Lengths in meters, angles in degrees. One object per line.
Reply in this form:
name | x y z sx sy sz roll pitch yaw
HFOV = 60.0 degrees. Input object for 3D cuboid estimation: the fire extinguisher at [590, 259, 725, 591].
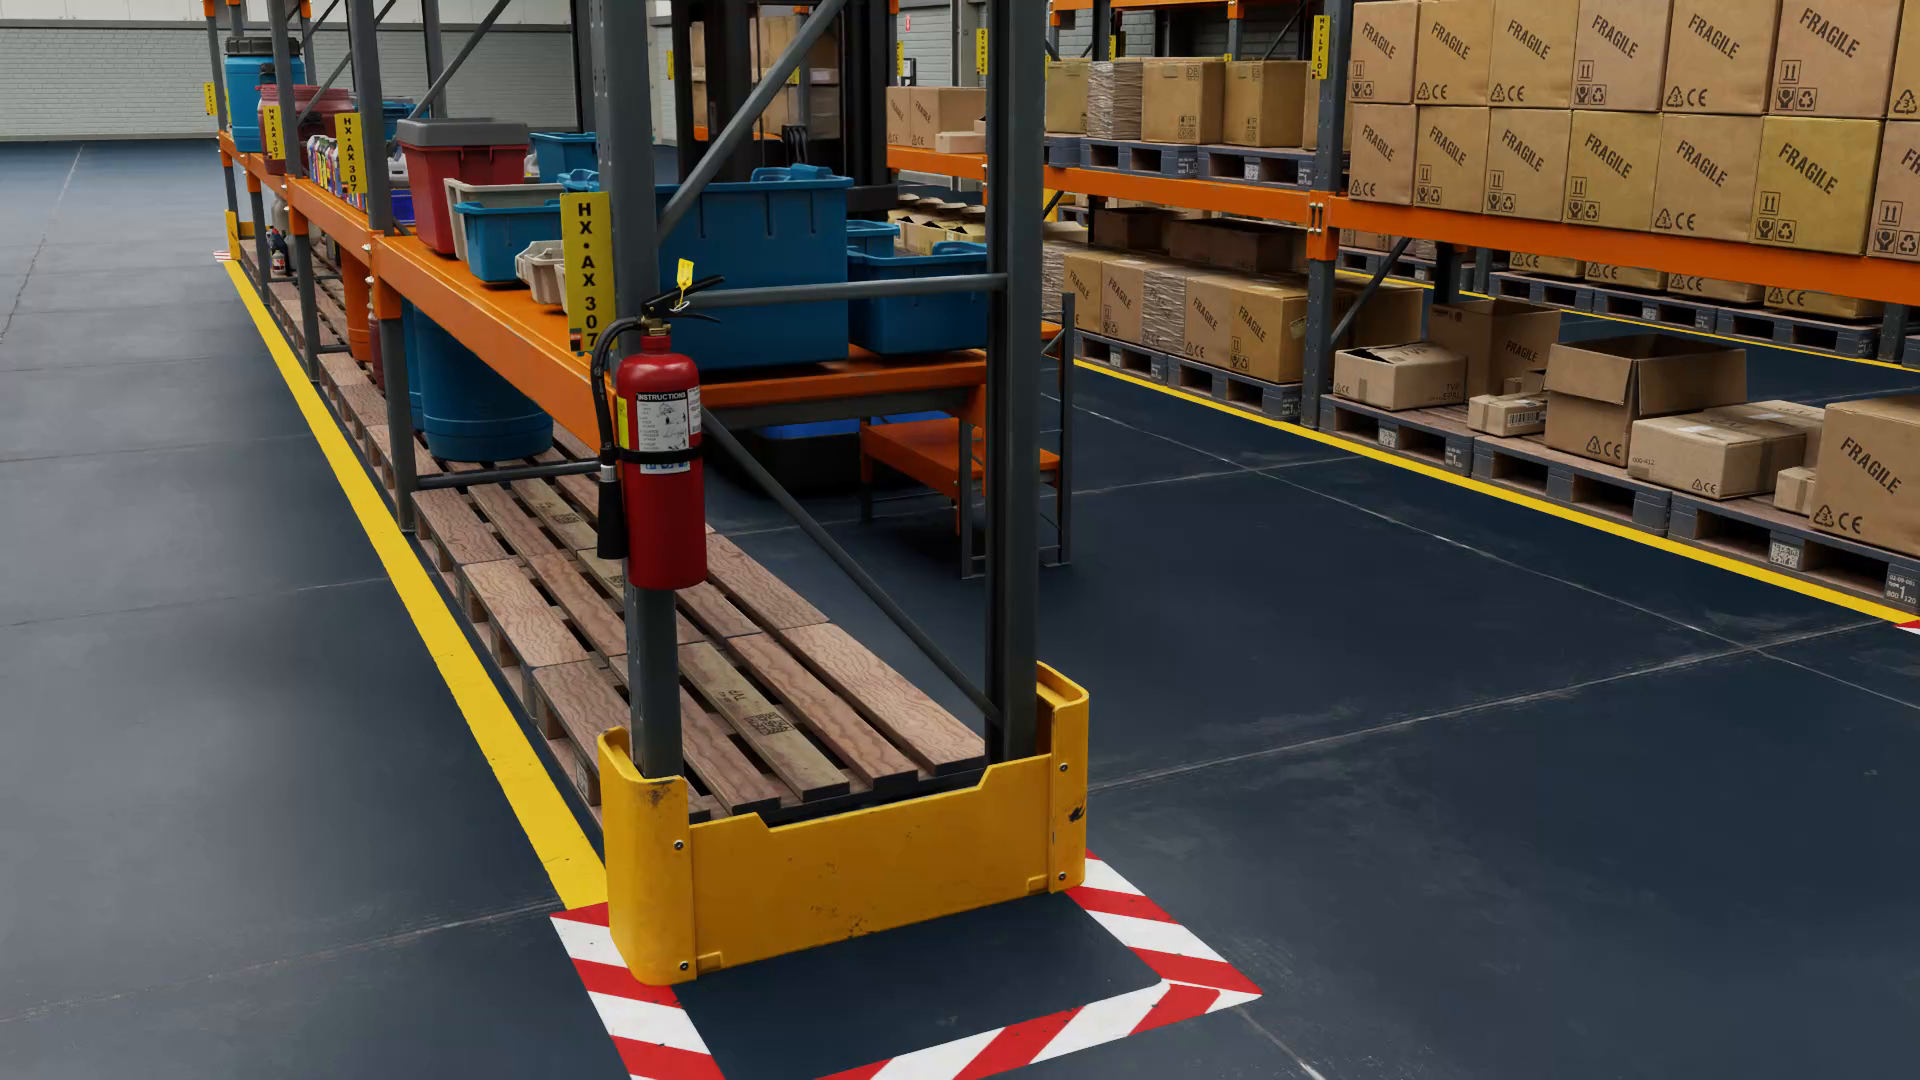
fire extinguisher | -0.625 -0.239 3.461 0.296 0.674 0.183 -8 18 -25

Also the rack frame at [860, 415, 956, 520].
rack frame | -0.220 -0.665 7.529 0.500 1.125 0.032 -8 18 -25

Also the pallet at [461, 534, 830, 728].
pallet | -1.139 0.282 5.887 1.003 0.211 1.213 -8 18 -25

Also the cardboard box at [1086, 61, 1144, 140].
cardboard box | 1.274 -2.986 11.276 0.700 0.500 0.500 -4 17 -14

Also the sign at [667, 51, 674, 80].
sign | -3.339 -5.501 19.269 0.100 0.325 0.005 -8 18 -25

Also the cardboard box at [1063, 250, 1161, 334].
cardboard box | 1.059 -1.737 11.601 0.500 0.500 0.500 -8 18 -26

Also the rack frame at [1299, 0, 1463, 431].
rack frame | 2.420 -2.137 9.259 1.000 3.000 0.127 -8 18 -25

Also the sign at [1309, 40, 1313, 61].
sign | 3.864 -5.345 18.338 0.100 0.325 0.005 -8 18 -25

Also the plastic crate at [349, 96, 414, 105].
plastic crate | -4.220 -3.000 12.149 0.402 0.464 0.583 -8 18 -25

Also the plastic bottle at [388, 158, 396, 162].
plastic bottle | -2.658 -1.629 7.714 0.152 0.276 0.135 -8 18 -25

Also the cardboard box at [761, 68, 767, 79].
cardboard box | -1.841 -4.775 17.093 0.380 0.149 0.250 -8 18 -25

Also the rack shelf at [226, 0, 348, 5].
rack shelf | -4.663 -4.123 12.047 1.077 0.370 4.000 -8 18 -25

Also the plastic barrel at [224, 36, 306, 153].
plastic barrel | -5.643 -3.632 13.559 0.600 0.901 0.708 -8 18 -25

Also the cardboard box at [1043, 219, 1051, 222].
cardboard box | 0.464 -2.573 13.986 0.500 0.311 0.500 -8 18 -26

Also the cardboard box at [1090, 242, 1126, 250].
cardboard box | 1.288 -1.935 12.290 0.500 0.500 0.500 -7 17 -23

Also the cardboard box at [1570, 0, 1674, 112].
cardboard box | 3.051 -2.131 7.246 0.500 0.500 0.500 -7 17 -23

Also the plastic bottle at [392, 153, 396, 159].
plastic bottle | -2.775 -1.771 8.219 0.097 0.271 0.097 0 16 0

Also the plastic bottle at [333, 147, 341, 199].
plastic bottle | -3.280 -1.981 8.942 0.152 0.276 0.135 -8 18 -25

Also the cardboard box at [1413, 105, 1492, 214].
cardboard box | 2.625 -1.899 8.249 0.500 0.500 0.500 -7 18 -24

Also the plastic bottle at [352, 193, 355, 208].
plastic bottle | -3.013 -1.777 8.365 0.097 0.201 0.097 0 16 0

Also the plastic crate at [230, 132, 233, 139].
plastic crate | -6.478 -3.768 15.422 0.530 0.136 0.437 -8 18 -25

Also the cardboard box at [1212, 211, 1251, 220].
cardboard box | 3.105 -3.699 19.041 0.380 0.166 0.250 -10 19 -32

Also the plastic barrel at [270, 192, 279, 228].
plastic barrel | -6.935 -3.367 17.294 0.421 0.512 0.421 0 16 0

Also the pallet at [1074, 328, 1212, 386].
pallet | 1.491 -1.297 11.386 1.003 0.211 1.213 -8 18 -25

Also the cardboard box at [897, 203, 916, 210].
cardboard box | -0.686 -2.885 15.072 0.500 0.311 0.500 -8 18 -27

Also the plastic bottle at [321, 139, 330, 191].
plastic bottle | -3.567 -2.118 9.405 0.061 0.283 0.133 -8 18 -25

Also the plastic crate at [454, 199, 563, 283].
plastic crate | -1.412 -0.974 5.402 0.416 0.233 0.300 -8 18 -25

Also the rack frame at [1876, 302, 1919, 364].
rack frame | 6.871 -2.736 11.349 1.000 3.000 0.127 -8 18 -25

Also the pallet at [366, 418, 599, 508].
pallet | -2.335 -0.395 8.246 1.003 0.211 1.213 -8 18 -25

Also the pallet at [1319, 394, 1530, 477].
pallet | 2.720 -0.626 9.050 1.003 0.211 1.213 -8 18 -25

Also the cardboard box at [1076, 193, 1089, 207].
cardboard box | 1.836 -4.449 21.392 0.500 0.311 0.500 -10 19 -31

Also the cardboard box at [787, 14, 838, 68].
cardboard box | -1.285 -4.902 16.360 0.700 0.500 0.500 -8 18 -25

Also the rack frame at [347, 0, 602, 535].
rack frame | -2.035 -1.539 7.177 1.000 3.000 0.127 -8 18 -25

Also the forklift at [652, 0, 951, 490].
forklift | -1.038 -2.010 8.941 1.130 2.935 3.031 -7 17 -23

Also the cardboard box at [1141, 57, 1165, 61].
cardboard box | 2.446 -5.347 19.322 0.500 0.500 0.500 -8 18 -26

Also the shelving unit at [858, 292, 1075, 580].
shelving unit | 0.003 -0.539 7.090 0.538 1.125 1.048 -8 18 -25

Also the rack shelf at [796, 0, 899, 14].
rack shelf | -0.209 -4.721 14.129 1.077 0.370 4.000 -8 18 -25

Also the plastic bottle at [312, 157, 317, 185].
plastic bottle | -3.819 -2.233 9.954 0.097 0.201 0.097 0 16 0

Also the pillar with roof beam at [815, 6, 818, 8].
pillar with roof beam | -6.429 -10.982 29.205 9.100 9.000 0.400 -8 18 -25

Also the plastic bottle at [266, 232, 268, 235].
plastic bottle | -6.374 -2.719 15.426 0.152 0.276 0.135 -7 18 -24

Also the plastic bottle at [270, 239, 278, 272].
plastic bottle | -6.047 -2.508 14.680 0.061 0.283 0.133 -7 17 -22

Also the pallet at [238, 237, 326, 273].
pallet | -6.865 -2.959 17.180 1.003 0.211 1.213 -8 18 -25

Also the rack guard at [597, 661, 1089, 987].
rack guard | -0.260 0.658 4.050 1.175 0.500 0.348 -8 18 -25

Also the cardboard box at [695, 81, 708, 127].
cardboard box | -2.644 -5.043 19.205 0.700 0.500 0.500 -8 18 -25

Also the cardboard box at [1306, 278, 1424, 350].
cardboard box | 2.427 -1.296 10.064 0.500 0.500 0.500 -9 18 -27

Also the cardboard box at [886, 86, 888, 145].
cardboard box | -0.532 -3.846 15.032 0.500 0.500 0.500 -6 17 -21

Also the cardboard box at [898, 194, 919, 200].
cardboard box | -0.650 -3.205 16.187 0.500 0.311 0.500 -8 18 -25

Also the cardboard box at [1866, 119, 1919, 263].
cardboard box | 3.731 -1.271 6.062 0.500 0.500 0.500 -7 17 -23

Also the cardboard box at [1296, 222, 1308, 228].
cardboard box | 3.975 -3.428 17.491 0.700 0.500 0.500 -8 18 -26

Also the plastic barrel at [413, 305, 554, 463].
plastic barrel | -2.258 -0.870 7.885 0.600 0.901 0.708 -8 18 -25

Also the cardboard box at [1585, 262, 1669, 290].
cardboard box | 5.701 -2.481 13.593 0.750 0.750 0.750 -8 18 -25

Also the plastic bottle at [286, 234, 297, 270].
plastic bottle | -5.951 -2.603 14.890 0.144 0.351 0.185 -8 18 -25

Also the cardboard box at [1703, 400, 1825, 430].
cardboard box | 3.751 -0.452 7.575 0.500 0.250 0.500 -8 18 -25

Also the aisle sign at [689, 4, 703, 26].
aisle sign | -3.142 -6.341 19.197 0.394 0.787 0.004 -8 18 -25

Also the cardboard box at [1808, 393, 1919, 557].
cardboard box | 3.712 -0.260 6.453 0.500 0.500 0.500 -8 18 -25

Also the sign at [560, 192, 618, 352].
sign | -0.770 -0.555 3.452 0.100 0.325 0.005 -8 18 -25

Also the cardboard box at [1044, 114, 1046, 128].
cardboard box | 0.547 -3.181 13.061 0.500 0.311 0.500 -6 17 -21

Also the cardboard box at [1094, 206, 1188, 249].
cardboard box | 1.317 -2.282 12.140 0.500 0.250 0.500 -7 17 -23
